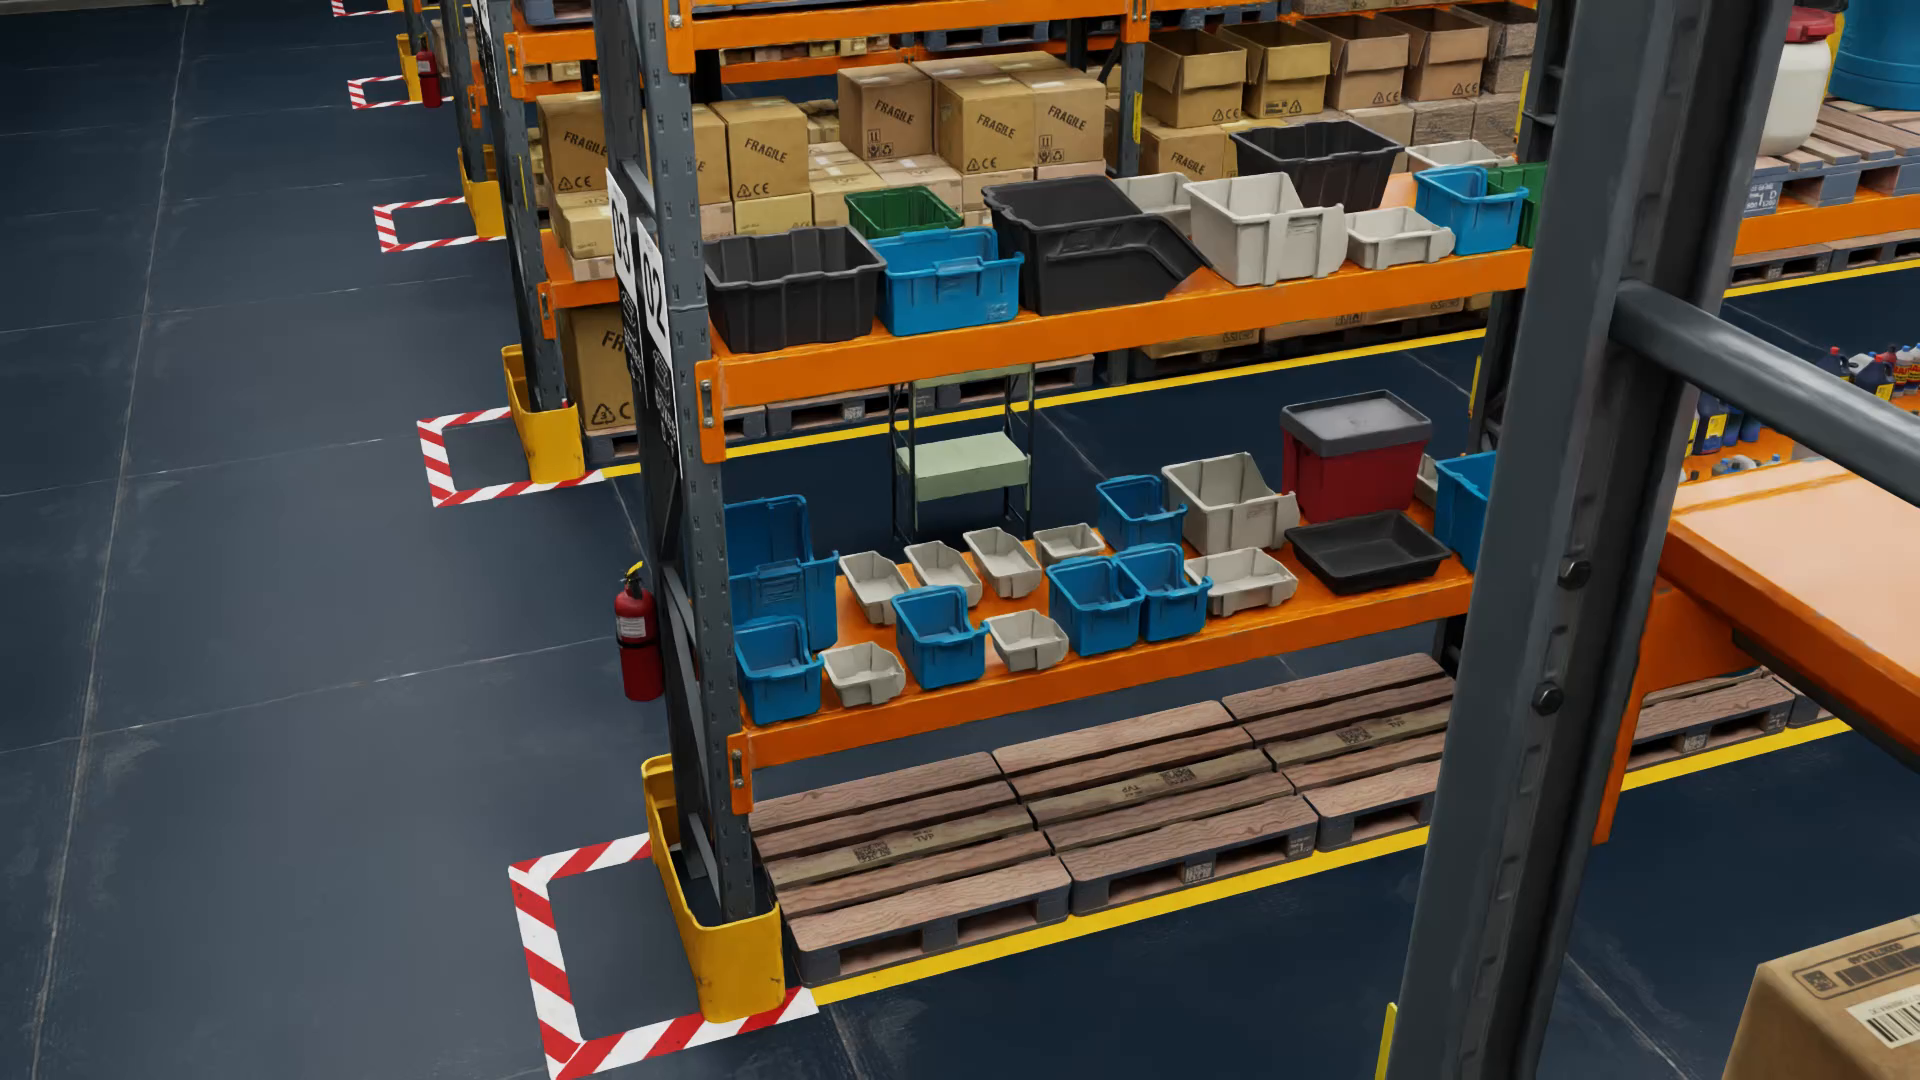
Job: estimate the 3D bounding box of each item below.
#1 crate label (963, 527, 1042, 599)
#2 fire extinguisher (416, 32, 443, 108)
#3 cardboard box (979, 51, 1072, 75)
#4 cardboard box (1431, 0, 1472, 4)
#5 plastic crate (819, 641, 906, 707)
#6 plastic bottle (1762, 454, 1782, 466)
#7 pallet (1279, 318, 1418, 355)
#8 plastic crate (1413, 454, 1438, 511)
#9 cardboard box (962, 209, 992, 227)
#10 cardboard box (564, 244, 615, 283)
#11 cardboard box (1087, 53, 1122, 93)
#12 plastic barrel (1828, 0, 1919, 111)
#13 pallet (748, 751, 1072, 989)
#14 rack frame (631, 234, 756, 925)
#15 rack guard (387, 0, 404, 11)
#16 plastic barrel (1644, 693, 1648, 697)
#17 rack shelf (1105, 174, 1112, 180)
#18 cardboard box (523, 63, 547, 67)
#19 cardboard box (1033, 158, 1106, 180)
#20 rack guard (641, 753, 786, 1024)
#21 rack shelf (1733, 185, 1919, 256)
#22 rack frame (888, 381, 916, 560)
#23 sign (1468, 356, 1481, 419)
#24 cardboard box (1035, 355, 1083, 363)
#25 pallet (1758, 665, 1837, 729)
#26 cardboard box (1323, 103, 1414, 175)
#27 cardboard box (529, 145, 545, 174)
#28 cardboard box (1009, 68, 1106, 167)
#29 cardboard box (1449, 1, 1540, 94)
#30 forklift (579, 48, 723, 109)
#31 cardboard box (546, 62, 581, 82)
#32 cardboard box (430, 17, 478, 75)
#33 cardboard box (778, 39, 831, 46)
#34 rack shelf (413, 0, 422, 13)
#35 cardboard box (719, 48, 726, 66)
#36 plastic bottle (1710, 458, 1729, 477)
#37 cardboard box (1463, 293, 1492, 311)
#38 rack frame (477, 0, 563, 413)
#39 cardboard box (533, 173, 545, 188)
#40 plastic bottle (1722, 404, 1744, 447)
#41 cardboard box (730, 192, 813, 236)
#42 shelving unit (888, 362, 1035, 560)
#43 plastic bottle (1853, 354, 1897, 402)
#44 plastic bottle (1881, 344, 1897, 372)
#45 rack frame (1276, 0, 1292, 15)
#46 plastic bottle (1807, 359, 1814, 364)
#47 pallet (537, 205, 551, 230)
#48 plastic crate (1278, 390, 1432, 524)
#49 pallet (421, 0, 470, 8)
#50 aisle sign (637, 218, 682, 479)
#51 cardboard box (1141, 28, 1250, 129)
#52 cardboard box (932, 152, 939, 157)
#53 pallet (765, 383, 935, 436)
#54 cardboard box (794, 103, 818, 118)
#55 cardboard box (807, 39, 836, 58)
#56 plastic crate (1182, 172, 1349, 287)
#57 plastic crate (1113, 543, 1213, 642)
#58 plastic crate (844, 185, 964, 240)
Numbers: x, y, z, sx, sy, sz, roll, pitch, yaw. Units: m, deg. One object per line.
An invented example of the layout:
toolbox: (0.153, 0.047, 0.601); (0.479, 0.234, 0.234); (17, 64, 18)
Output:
crate label: (0.189, 0.101, 7.099); (0.243, 0.136, 0.396); (-10, 31, -18)
fire extinguisher: (-4.800, -4.252, 14.988); (0.183, 0.674, 0.296); (-10, 31, -18)
cardboard box: (0.442, -3.074, 11.560); (0.500, 0.500, 0.500); (-10, 31, -18)
cardboard box: (5.025, -5.914, 17.350); (0.500, 0.500, 0.500); (-11, 31, -18)
plastic crate: (-0.366, 0.522, 6.360); (0.298, 0.136, 0.250); (-10, 31, -18)
plastic bottle: (3.735, -0.268, 7.671); (0.097, 0.271, 0.097); (0, 30, 0)
pallet: (2.823, -1.817, 13.077); (1.213, 0.211, 1.003); (-10, 31, -18)
plastic crate: (2.221, -0.248, 7.711); (0.243, 0.136, 0.396); (-10, 31, -18)
cardboard box: (0.086, -2.201, 11.188); (0.250, 0.149, 0.380); (-10, 31, -17)
cardboard box: (-2.321, -1.757, 10.408); (0.250, 0.149, 0.380); (-10, 31, -17)
cardboard box: (1.594, -4.667, 16.606); (0.500, 0.250, 0.500); (-10, 31, -16)
plastic barrel: (4.254, -2.420, 7.357); (0.708, 0.901, 0.600); (-10, 31, -18)
pallet: (-0.255, 1.427, 7.382); (1.213, 0.211, 1.003); (-10, 31, -18)
rack frame: (-1.042, 0.340, 6.474); (0.127, 3.000, 1.000); (-10, 31, -18)
rack guard: (-7.887, -7.785, 23.260); (0.348, 0.500, 1.175); (-10, 31, -18)
plastic barrel: (3.223, 0.293, 8.252); (0.708, 0.901, 0.600); (-10, 31, -18)
rack shelf: (2.855, -2.681, 12.503); (4.000, 0.370, 1.077); (-10, 31, -18)
cardboard box: (-3.886, -4.399, 14.389); (0.500, 0.500, 0.500); (-9, 31, -15)
cardboard box: (0.658, -2.514, 11.335); (0.500, 0.250, 0.500); (-11, 31, -19)
rack guard: (-1.060, 1.436, 7.074); (0.348, 0.500, 1.175); (-10, 31, -18)
rack shelf: (4.582, -1.686, 7.727); (4.000, 0.370, 1.077); (-10, 31, -18)
rack frame: (-0.337, -0.590, 9.620); (0.023, 1.500, 0.400); (-10, 31, -18)
sign: (2.517, -0.726, 8.065); (0.005, 0.325, 0.100); (-10, 31, -18)
cardboard box: (0.334, -1.831, 12.006); (0.875, 0.875, 0.875); (-10, 31, -18)
pallet: (4.590, 0.535, 8.948); (1.213, 0.211, 1.003); (-10, 31, -18)
cardboard box: (2.921, -2.920, 12.095); (0.500, 0.500, 0.500); (-10, 31, -17)
cardboard box: (-3.794, -3.412, 14.913); (0.250, 0.149, 0.380); (-12, 32, -20)
cardboard box: (0.643, -2.835, 11.140); (0.500, 0.500, 0.500); (-10, 31, -16)
cardboard box: (4.038, -3.699, 12.449); (0.637, 0.503, 0.797); (-9, 31, -16)
forklift: (-2.557, -3.558, 13.386); (1.130, 2.935, 3.031); (-15, 33, -25)
cardboard box: (-3.491, -4.156, 14.619); (0.250, 0.149, 0.380); (-11, 32, -19)
cardboard box: (-5.640, -5.785, 19.389); (0.875, 0.438, 0.875); (-12, 32, -19)
cardboard box: (-1.496, -4.836, 15.157); (0.500, 0.500, 0.500); (-11, 32, -19)
rack shelf: (-4.350, -6.588, 19.361); (4.000, 0.370, 1.077); (-10, 31, -18)
cardboard box: (-2.281, -4.397, 15.041); (0.250, 0.149, 0.380); (-10, 31, -17)
plastic bottle: (3.556, -0.285, 7.771); (0.097, 0.201, 0.097); (0, 30, 0)
cardboard box: (4.075, -2.489, 13.161); (0.875, 0.875, 1.225); (-12, 32, -20)
rack frame: (-2.769, -1.958, 10.507); (0.127, 3.000, 1.000); (-10, 31, -18)
cardboard box: (-3.823, -3.321, 15.055); (0.250, 0.149, 0.380); (-9, 31, -16)
plastic bottle: (3.840, -0.608, 8.268); (0.097, 0.271, 0.097); (0, 30, 0)
cardboard box: (-1.268, -2.157, 10.708); (0.500, 0.250, 0.500); (-11, 32, -19)
shelving unit: (0.006, -0.653, 9.731); (0.755, 1.500, 0.431); (-10, 31, -18)
plastic bottle: (4.666, -0.782, 8.493); (0.185, 0.351, 0.144); (-10, 31, -18)
plastic bottle: (4.839, -0.887, 8.745); (0.133, 0.283, 0.061); (-10, 31, -18)
rack frame: (3.094, -5.657, 17.001); (0.127, 3.000, 1.000); (-10, 31, -18)
plastic bottle: (4.324, -0.792, 8.579); (0.133, 0.283, 0.061); (-10, 31, -18)
pallet: (-3.558, -3.202, 15.507); (1.213, 0.211, 1.003); (-10, 31, -18)
plastic crate: (1.783, -0.367, 7.588); (0.583, 0.464, 0.402); (-10, 31, -18)
pallet: (-7.140, -7.797, 23.574); (1.213, 0.211, 1.003); (-10, 31, -18)
aisle sign: (-1.005, -0.639, 5.566); (0.004, 0.787, 0.394); (-10, 31, -18)
cardboard box: (1.576, -3.242, 11.646); (0.637, 0.503, 0.797); (-11, 32, -19)
cardboard box: (-0.019, -2.669, 11.607); (0.500, 0.250, 0.500); (-11, 31, -18)
pallet: (-0.905, -1.129, 11.870); (1.213, 0.211, 1.003); (-10, 31, -18)
cardboard box: (-1.548, -4.119, 16.156); (0.250, 0.149, 0.380); (-11, 31, -18)
cardboard box: (-1.315, -4.587, 15.375); (0.250, 0.149, 0.380); (-9, 31, -16)
plastic crate: (1.143, -1.151, 6.181); (0.530, 0.282, 0.437); (-10, 31, -18)
plastic crate: (0.820, 0.218, 6.797); (0.300, 0.233, 0.416); (-10, 31, -18)
plastic crate: (-0.217, -1.174, 6.315); (0.336, 0.188, 0.450); (-10, 31, -18)
